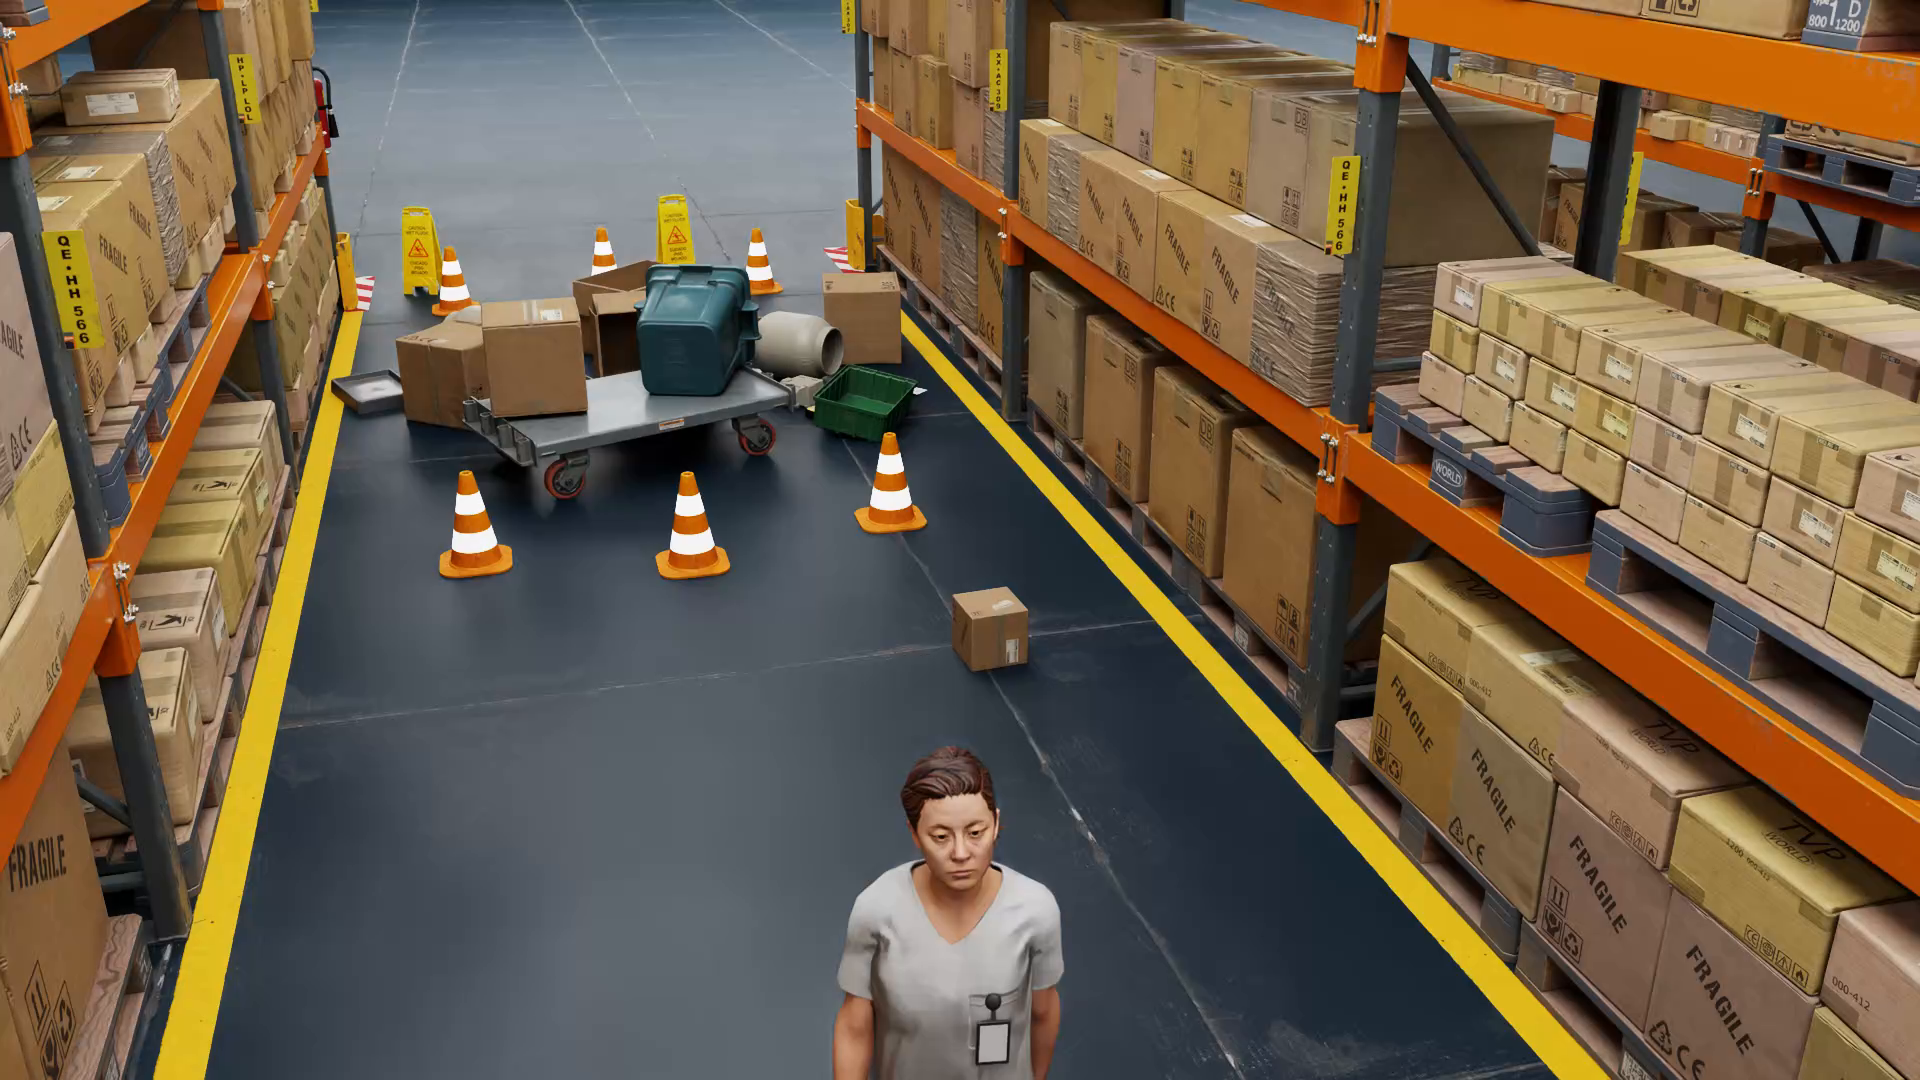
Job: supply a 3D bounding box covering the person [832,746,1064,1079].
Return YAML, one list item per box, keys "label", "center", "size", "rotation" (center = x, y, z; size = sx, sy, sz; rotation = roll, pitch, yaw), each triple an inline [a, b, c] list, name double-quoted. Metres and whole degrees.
- label: "person"
  center: [-0.025, 1.170, 3.351]
  size: [0.443, 1.621, 1.001]
  rotation: [3, 23, 6]
